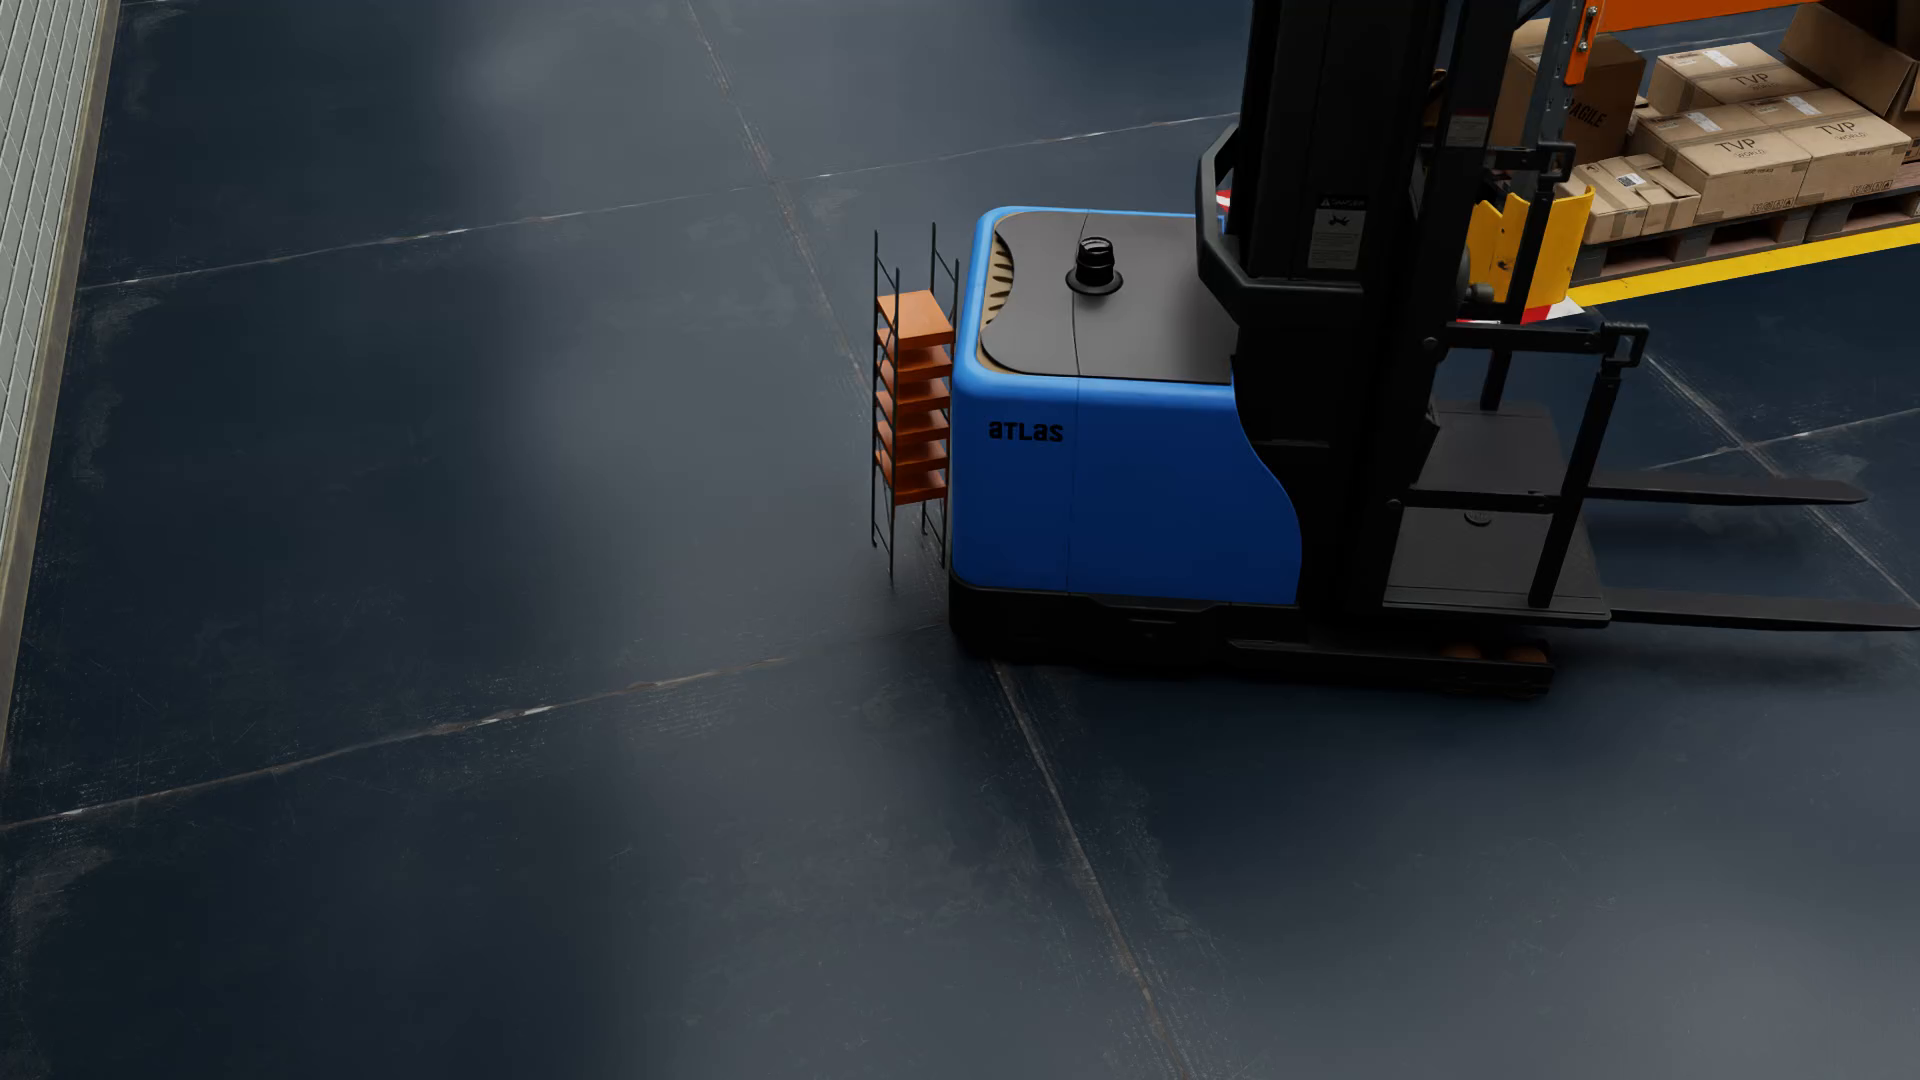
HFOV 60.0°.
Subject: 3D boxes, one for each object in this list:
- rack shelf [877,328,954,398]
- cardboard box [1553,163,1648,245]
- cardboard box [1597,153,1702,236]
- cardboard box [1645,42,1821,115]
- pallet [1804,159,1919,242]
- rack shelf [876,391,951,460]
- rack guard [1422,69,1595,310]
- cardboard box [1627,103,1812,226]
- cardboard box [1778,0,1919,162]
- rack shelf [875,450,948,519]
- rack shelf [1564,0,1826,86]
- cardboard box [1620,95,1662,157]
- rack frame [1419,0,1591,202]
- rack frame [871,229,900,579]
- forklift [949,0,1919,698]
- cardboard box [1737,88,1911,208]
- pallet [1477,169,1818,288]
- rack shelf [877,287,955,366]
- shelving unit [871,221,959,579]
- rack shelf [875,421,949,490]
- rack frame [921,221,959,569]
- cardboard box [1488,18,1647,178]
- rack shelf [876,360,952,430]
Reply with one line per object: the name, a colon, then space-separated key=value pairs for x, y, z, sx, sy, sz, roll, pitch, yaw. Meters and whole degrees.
rack shelf: x=-0.146 y=-0.566 z=5.183 sx=0.180 sy=0.103 sz=0.258 roll=-11 pitch=42 yaw=-16
cardboard box: x=2.623 y=-1.398 z=6.902 sx=0.250 sy=0.149 sz=0.380 roll=-12 pitch=42 yaw=-13
cardboard box: x=2.861 y=-1.454 z=6.953 sx=0.250 sy=0.166 sz=0.380 roll=-12 pitch=42 yaw=-13
cardboard box: x=3.480 y=-2.000 z=7.514 sx=0.500 sy=0.250 sz=0.500 roll=-12 pitch=42 yaw=-13
pallet: x=4.114 y=-1.800 z=7.650 sx=1.213 sy=0.211 sz=1.003 roll=-12 pitch=42 yaw=-13
rack shelf: x=-0.156 y=-0.383 z=5.338 sx=0.180 sy=0.103 sz=0.258 roll=-11 pitch=42 yaw=-16
rack guard: x=2.193 y=-1.512 z=7.101 sx=0.348 sy=0.500 sz=1.175 roll=-12 pitch=42 yaw=-13
cardboard box: x=3.201 y=-1.597 z=7.054 sx=0.500 sy=0.250 sz=0.500 roll=-12 pitch=42 yaw=-13
cardboard box: x=4.145 y=-2.080 z=7.414 sx=0.637 sy=0.503 sz=0.797 roll=-12 pitch=42 yaw=-13
rack shelf: x=-0.167 y=-0.200 z=5.494 sx=0.180 sy=0.103 sz=0.258 roll=-11 pitch=42 yaw=-16
rack shelf: x=4.028 y=-2.563 z=6.950 sx=4.000 sy=0.370 sz=1.077 roll=-12 pitch=42 yaw=-13
cardboard box: x=2.978 y=-1.823 z=7.376 sx=0.250 sy=0.166 sz=0.380 roll=-12 pitch=42 yaw=-13
rack frame: x=2.120 y=-2.438 z=6.261 sx=0.127 sy=3.000 sz=1.000 roll=-12 pitch=42 yaw=-13
rack frame: x=-0.241 y=-0.401 z=5.285 sx=0.006 sy=1.200 sz=0.240 roll=-11 pitch=42 yaw=-16
forklift: x=1.511 y=-0.979 z=4.643 sx=3.031 sy=2.935 sz=1.130 roll=3 pitch=41 yaw=4
cardboard box: x=3.678 y=-1.696 z=7.167 sx=0.500 sy=0.250 sz=0.500 roll=-12 pitch=42 yaw=-13
pallet: x=2.953 y=-1.561 z=7.377 sx=1.213 sy=0.211 sz=1.003 roll=-12 pitch=42 yaw=-13
rack shelf: x=-0.141 y=-0.657 z=5.106 sx=0.180 sy=0.103 sz=0.258 roll=-11 pitch=42 yaw=-16
shelving unit: x=-0.155 y=-0.417 z=5.310 sx=0.189 sy=1.200 sz=0.258 roll=-11 pitch=42 yaw=-16
rack shelf: x=-0.162 y=-0.292 z=5.416 sx=0.180 sy=0.103 sz=0.258 roll=-11 pitch=42 yaw=-16
rack frame: x=-0.068 y=-0.433 z=5.334 sx=0.006 sy=1.200 sz=0.240 roll=-11 pitch=42 yaw=-16
cardboard box: x=2.565 y=-1.925 z=7.239 sx=0.500 sy=0.500 sz=0.500 roll=-12 pitch=42 yaw=-13
rack shelf: x=-0.151 y=-0.475 z=5.261 sx=0.180 sy=0.103 sz=0.258 roll=-11 pitch=42 yaw=-16
